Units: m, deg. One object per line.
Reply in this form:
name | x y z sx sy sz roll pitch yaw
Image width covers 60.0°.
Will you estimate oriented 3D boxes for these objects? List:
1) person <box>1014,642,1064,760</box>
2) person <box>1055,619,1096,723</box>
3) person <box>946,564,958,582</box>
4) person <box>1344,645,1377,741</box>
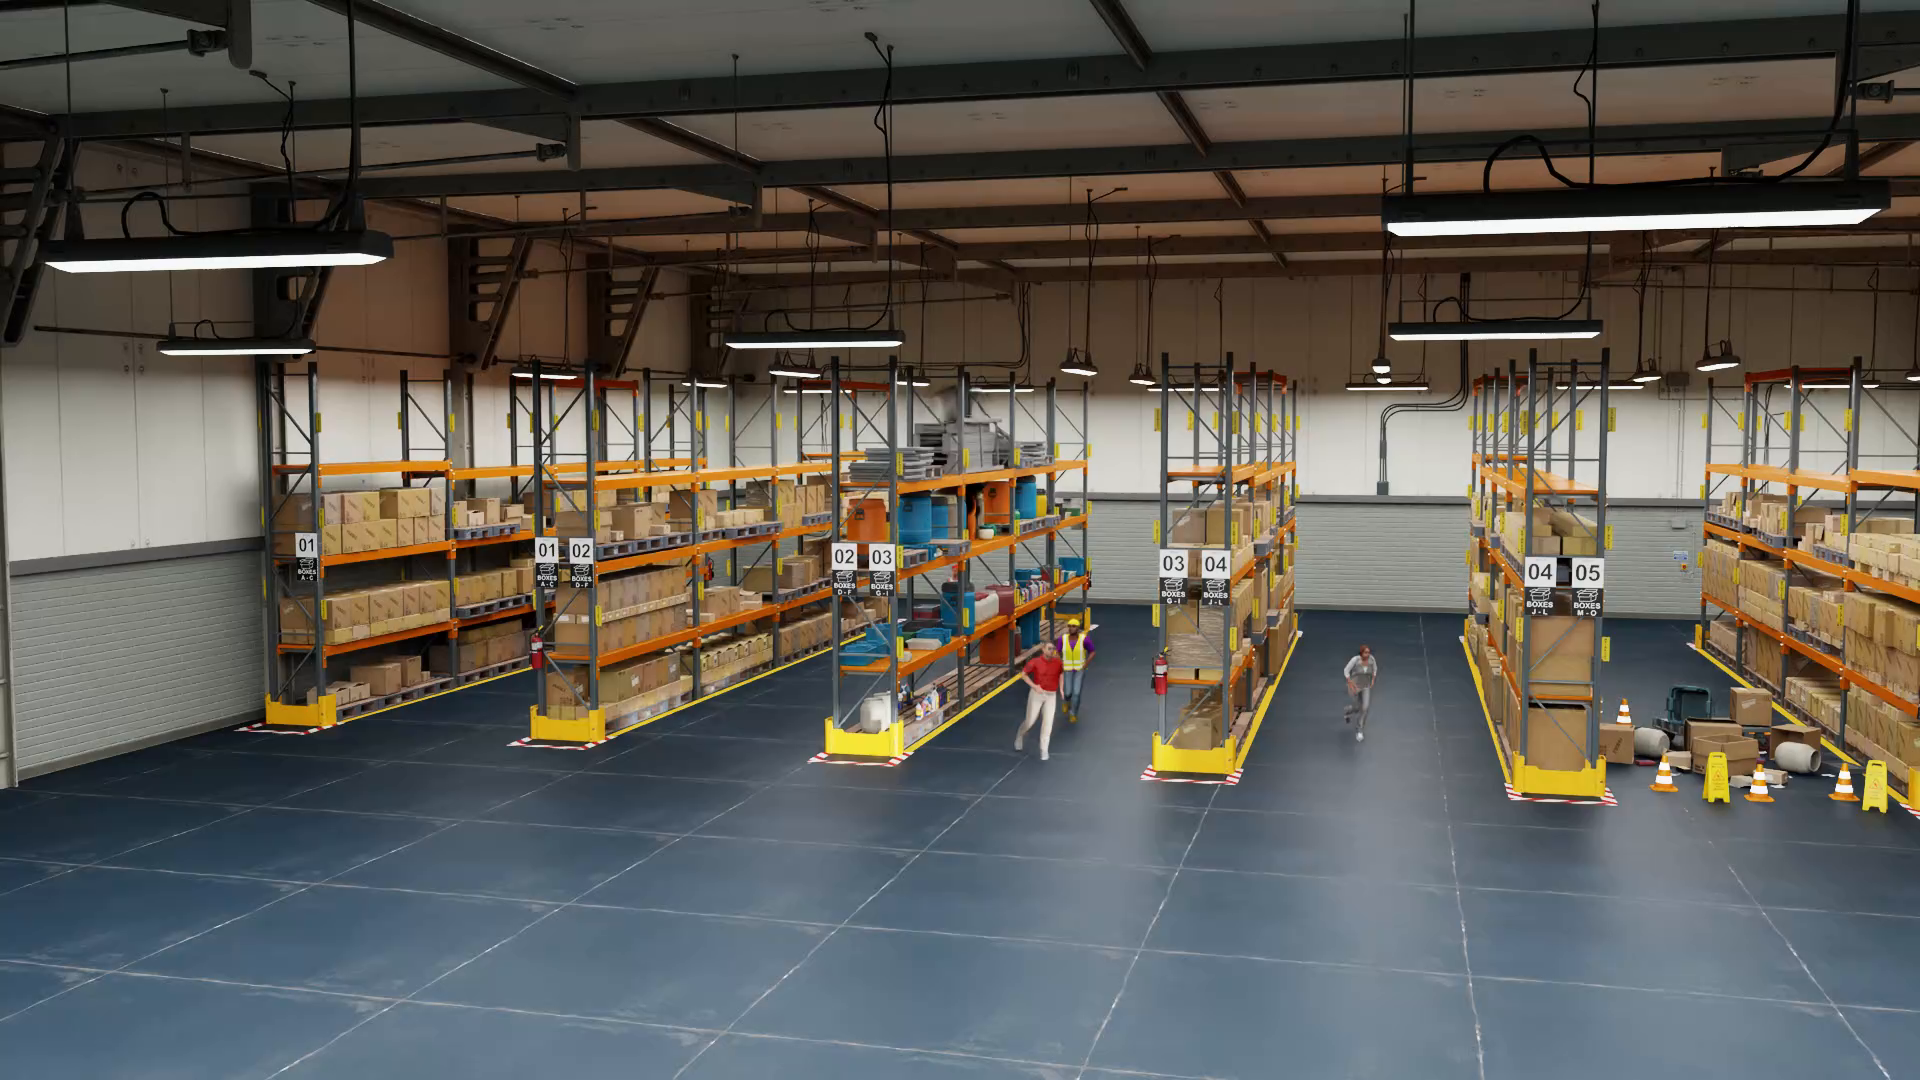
person | 1.270 2.384 25.042 0.742 1.702 0.972 -1 4 -15
person | 1.934 2.180 27.945 0.690 1.734 0.631 1 4 9
person | -0.096 1.451 37.542 0.651 1.803 0.983 1 4 19
person | 6.345 2.393 26.545 0.549 1.548 0.864 -1 4 -12
